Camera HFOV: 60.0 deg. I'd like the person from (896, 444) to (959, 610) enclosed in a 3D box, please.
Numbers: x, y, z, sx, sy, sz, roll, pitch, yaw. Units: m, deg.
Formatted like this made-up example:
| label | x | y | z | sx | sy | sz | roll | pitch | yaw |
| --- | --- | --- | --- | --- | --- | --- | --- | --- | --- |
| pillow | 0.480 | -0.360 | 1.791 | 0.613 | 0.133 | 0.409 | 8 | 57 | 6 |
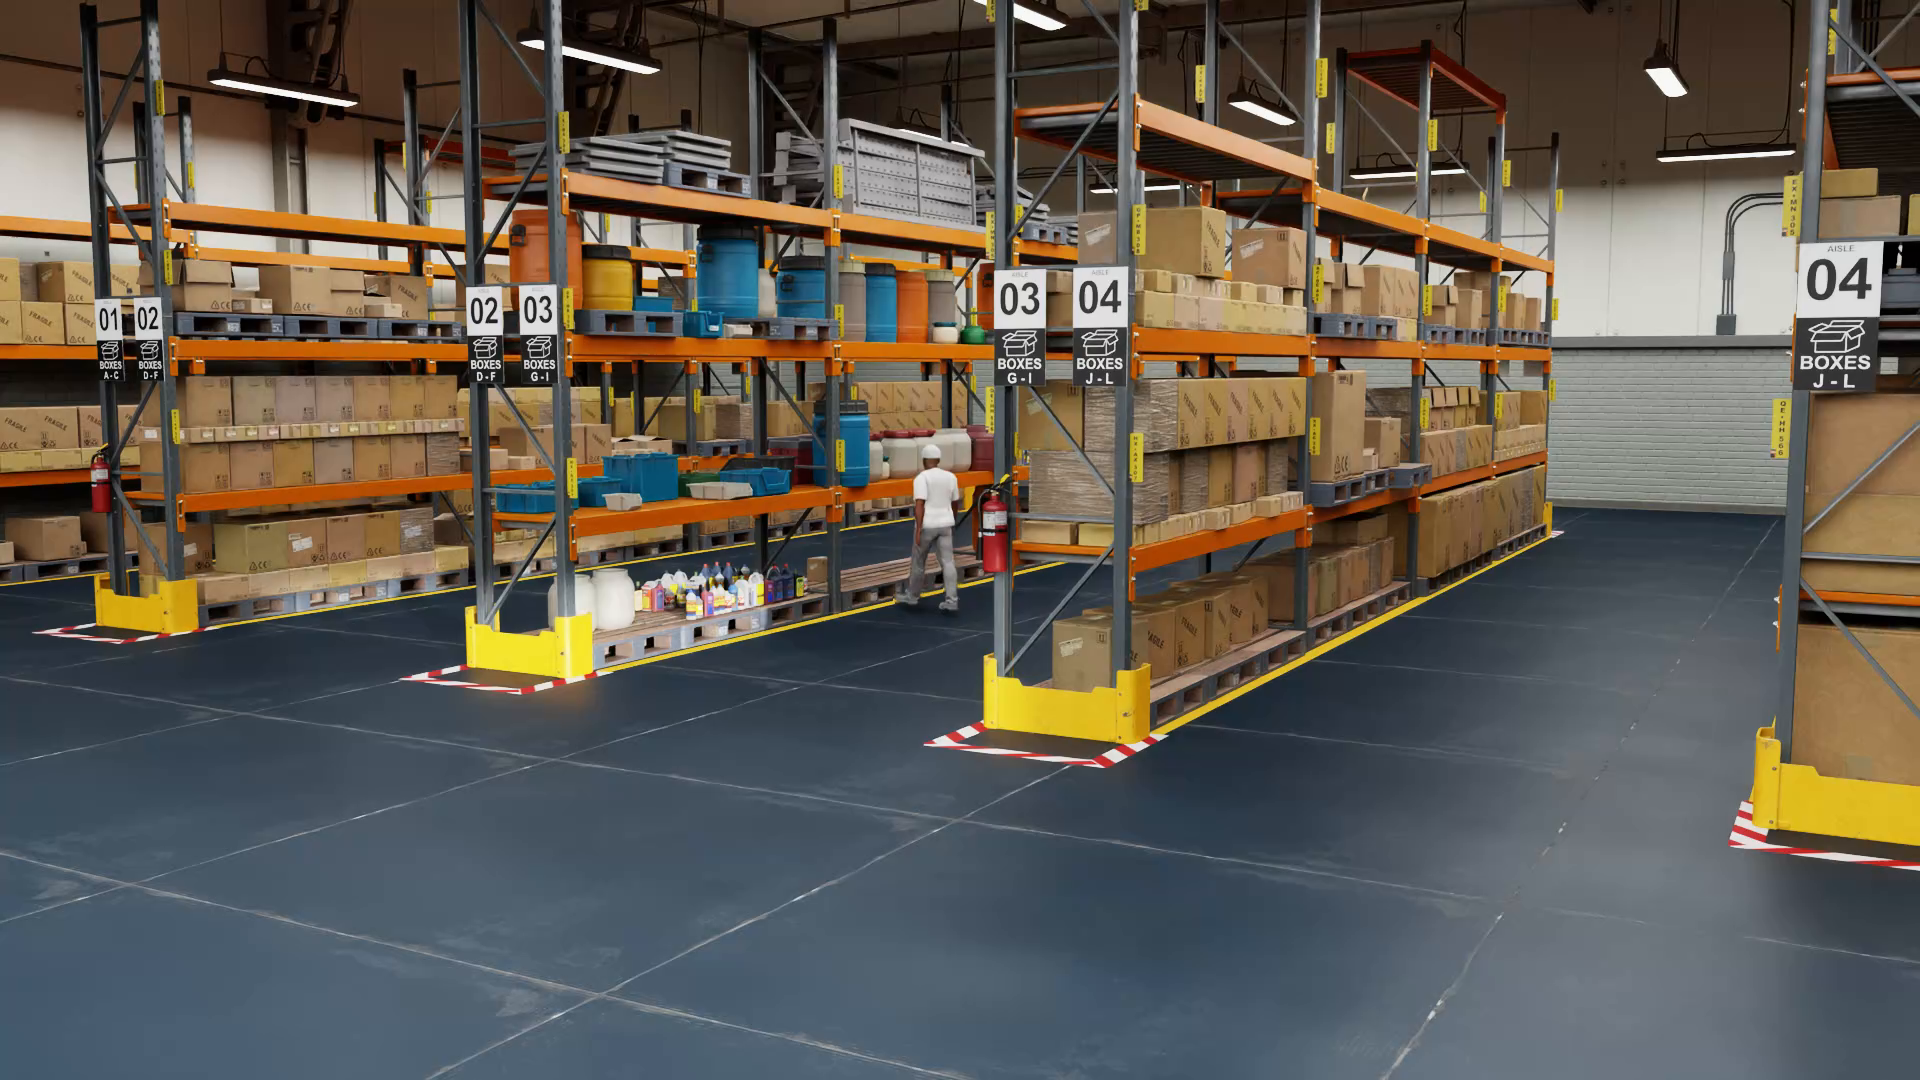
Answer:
| label | x | y | z | sx | sy | sz | roll | pitch | yaw |
| --- | --- | --- | --- | --- | --- | --- | --- | --- | --- |
| person | -0.291 | -0.148 | 17.399 | 0.601 | 1.702 | 1.002 | -3 | 7 | -28 |
